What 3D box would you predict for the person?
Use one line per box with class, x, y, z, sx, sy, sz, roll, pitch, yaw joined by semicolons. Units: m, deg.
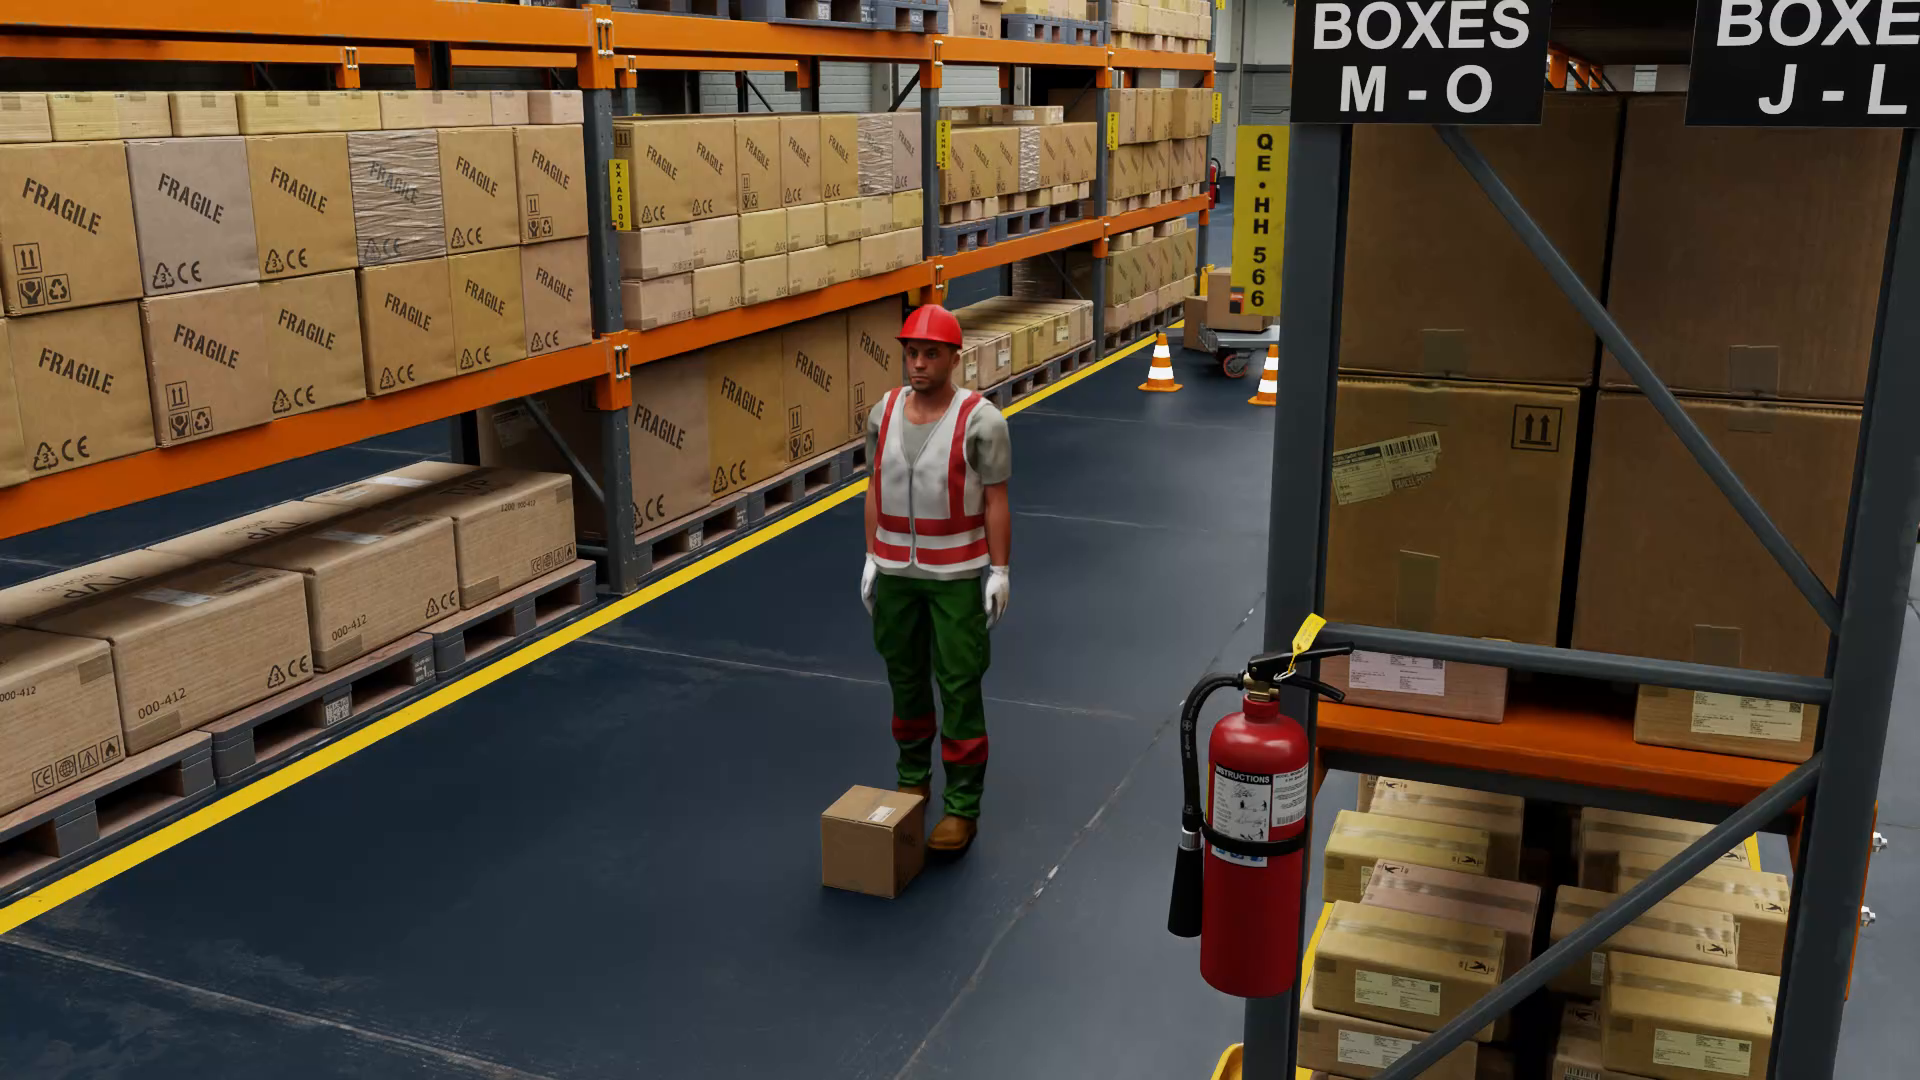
person;-0.110;0.126;5.509;0.537;1.796;0.509;6;16;22
